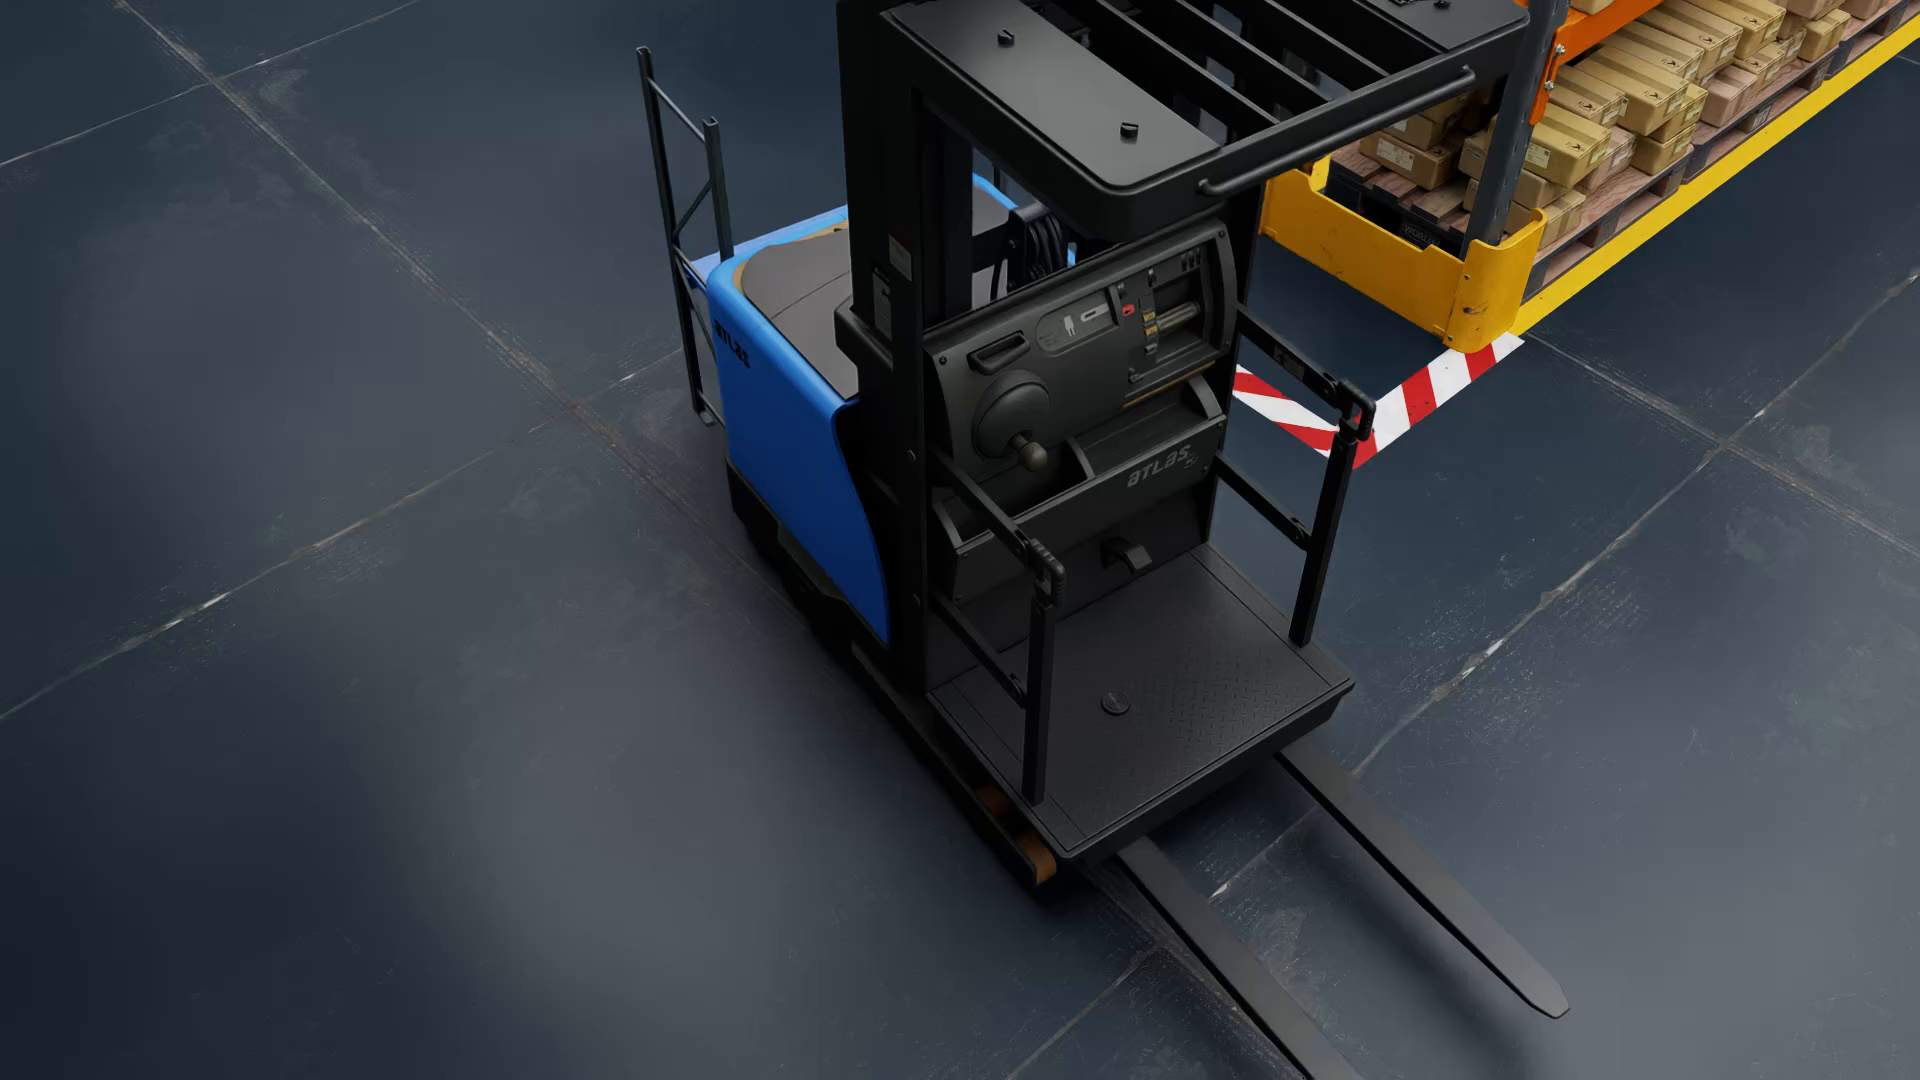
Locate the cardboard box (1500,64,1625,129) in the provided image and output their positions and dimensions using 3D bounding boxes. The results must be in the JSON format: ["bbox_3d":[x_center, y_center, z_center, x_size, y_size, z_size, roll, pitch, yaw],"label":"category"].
[{"bbox_3d":[2.373,-1.733,6.558,0.250,0.149,0.380,-33,55,-27],"label":"cardboard box"}]

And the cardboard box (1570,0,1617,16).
[{"bbox_3d":[2.094,-1.977,5.704,0.250,0.149,0.380,-34,56,-27],"label":"cardboard box"}]

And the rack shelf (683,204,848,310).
[{"bbox_3d":[-0.419,-0.929,5.831,1.000,0.185,0.538,-25,52,-21],"label":"rack shelf"}]

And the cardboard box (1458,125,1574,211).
[{"bbox_3d":[2.194,-1.476,6.522,0.250,0.149,0.380,-32,55,-26],"label":"cardboard box"}]

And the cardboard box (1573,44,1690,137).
[{"bbox_3d":[2.645,-1.788,6.608,0.250,0.149,0.380,-34,56,-27],"label":"cardboard box"}]

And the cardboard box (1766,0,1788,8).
[{"bbox_3d":[3.332,-2.369,7.144,0.250,0.149,0.380,-34,56,-27],"label":"cardboard box"}]

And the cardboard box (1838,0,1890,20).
[{"bbox_3d":[4.131,-2.605,7.767,0.250,0.149,0.380,-36,57,-28],"label":"cardboard box"}]

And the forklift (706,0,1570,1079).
[{"bbox_3d":[0.457,-0.403,4.128,1.130,2.935,3.031,-27,53,-23],"label":"forklift"}]

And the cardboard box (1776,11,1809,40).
[{"bbox_3d":[3.557,-2.394,7.370,0.380,0.149,0.250,36,57,29],"label":"cardboard box"}]

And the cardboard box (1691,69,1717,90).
[{"bbox_3d":[2.951,-2.000,7.006,0.380,0.149,0.250,36,57,29],"label":"cardboard box"}]

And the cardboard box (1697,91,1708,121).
[{"bbox_3d":[2.942,-1.886,7.103,0.250,0.149,0.380,-34,56,-27],"label":"cardboard box"}]

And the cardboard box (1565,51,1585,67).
[{"bbox_3d":[2.483,-2.107,7.105,0.250,0.149,0.380,-34,56,-28],"label":"cardboard box"}]

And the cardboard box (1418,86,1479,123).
[{"bbox_3d":[1.855,-1.857,6.672,0.250,0.149,0.380,-33,55,-27],"label":"cardboard box"}]

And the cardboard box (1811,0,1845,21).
[{"bbox_3d":[3.769,-2.516,7.482,0.250,0.149,0.380,-32,55,-26],"label":"cardboard box"}]

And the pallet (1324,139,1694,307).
[{"bbox_3d":[2.315,-1.554,7.041,1.213,0.211,1.003,-34,56,-27],"label":"pallet"}]

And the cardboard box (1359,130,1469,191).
[{"bbox_3d":[1.883,-1.629,6.866,0.250,0.149,0.380,-33,55,-27],"label":"cardboard box"}]

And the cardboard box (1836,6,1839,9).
[{"bbox_3d":[3.855,-2.541,7.708,0.250,0.149,0.380,-35,56,-28],"label":"cardboard box"}]

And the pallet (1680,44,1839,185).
[{"bbox_3d":[3.217,-2.154,7.594,1.213,0.211,1.003,-34,56,-27],"label":"pallet"}]

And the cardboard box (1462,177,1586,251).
[{"bbox_3d":[2.236,-1.341,6.600,0.250,0.149,0.380,-33,55,-26],"label":"cardboard box"}]

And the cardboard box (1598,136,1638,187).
[{"bbox_3d":[2.554,-1.641,6.877,0.250,0.149,0.380,-33,55,-27],"label":"cardboard box"}]

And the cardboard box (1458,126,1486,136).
[{"bbox_3d":[2.005,-1.811,7.034,0.250,0.149,0.380,-32,55,-26],"label":"cardboard box"}]

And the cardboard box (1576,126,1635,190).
[{"bbox_3d":[2.434,-1.581,6.619,0.250,0.149,0.380,-34,56,-27],"label":"cardboard box"}]

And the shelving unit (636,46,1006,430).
[{"bbox_3d":[-0.419,-1.051,5.699,1.048,1.500,0.538,-25,52,-21],"label":"shelving unit"}]

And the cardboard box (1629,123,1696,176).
[{"bbox_3d":[2.817,-1.708,6.939,0.250,0.149,0.380,-33,55,-27],"label":"cardboard box"}]

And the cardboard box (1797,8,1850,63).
[{"bbox_3d":[3.766,-2.342,7.524,0.250,0.149,0.380,-34,56,-27],"label":"cardboard box"}]

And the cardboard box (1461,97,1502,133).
[{"bbox_3d":[2.062,-1.873,6.888,0.250,0.149,0.380,-35,56,-28],"label":"cardboard box"}]

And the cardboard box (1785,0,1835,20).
[{"bbox_3d":[3.589,-2.433,7.203,0.250,0.149,0.380,-36,57,-28],"label":"cardboard box"}]

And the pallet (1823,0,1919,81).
[{"bbox_3d":[4.120,-2.761,8.154,1.213,0.211,1.003,-34,56,-27],"label":"pallet"}]

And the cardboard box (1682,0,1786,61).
[{"bbox_3d":[3.210,-2.193,6.982,0.250,0.149,0.380,-33,55,-27],"label":"cardboard box"}]

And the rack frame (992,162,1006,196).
[{"bbox_3d":[0.010,-1.251,5.884,0.032,1.500,0.500,-25,52,-21],"label":"rack frame"}]

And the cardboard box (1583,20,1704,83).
[{"bbox_3d":[2.773,-1.956,6.763,0.380,0.149,0.250,36,57,29],"label":"cardboard box"}]

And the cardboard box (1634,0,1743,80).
[{"bbox_3d":[2.985,-2.088,6.885,0.250,0.149,0.380,-32,55,-26],"label":"cardboard box"}]

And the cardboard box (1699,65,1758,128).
[{"bbox_3d":[3.184,-1.962,7.173,0.380,0.149,0.250,36,57,29],"label":"cardboard box"}]

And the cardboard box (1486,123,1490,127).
[{"bbox_3d":[2.258,-1.895,7.112,0.250,0.149,0.380,-34,56,-27],"label":"cardboard box"}]

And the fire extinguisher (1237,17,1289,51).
[{"bbox_3d":[1.137,-2.054,5.910,0.183,0.674,0.296,-34,56,-27],"label":"fire extinguisher"}]

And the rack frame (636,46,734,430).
[{"bbox_3d":[-0.848,-0.851,5.515,0.032,1.500,0.500,-25,52,-21],"label":"rack frame"}]

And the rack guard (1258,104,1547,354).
[{"bbox_3d":[1.690,-1.270,6.581,0.348,0.500,1.175,-34,56,-27],"label":"rack guard"}]

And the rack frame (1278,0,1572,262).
[{"bbox_3d":[1.633,-2.080,5.628,0.127,3.000,1.000,-34,56,-27],"label":"rack frame"}]

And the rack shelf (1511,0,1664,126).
[{"bbox_3d":[3.113,-2.825,6.805,4.000,0.370,1.077,-34,56,-27],"label":"rack shelf"}]

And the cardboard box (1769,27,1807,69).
[{"bbox_3d":[3.528,-2.250,7.439,0.250,0.149,0.380,-33,55,-27],"label":"cardboard box"}]

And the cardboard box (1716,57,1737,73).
[{"bbox_3d":[3.124,-2.157,7.151,0.250,0.149,0.380,-31,54,-25],"label":"cardboard box"}]

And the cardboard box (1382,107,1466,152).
[{"bbox_3d":[1.832,-1.773,6.796,0.250,0.149,0.380,-35,56,-28],"label":"cardboard box"}]

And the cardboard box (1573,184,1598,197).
[{"bbox_3d":[2.375,-1.514,6.760,0.250,0.149,0.380,-34,56,-27],"label":"cardboard box"}]

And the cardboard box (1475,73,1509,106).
[{"bbox_3d":[2.079,-1.950,6.757,0.250,0.149,0.380,-33,55,-26],"label":"cardboard box"}]

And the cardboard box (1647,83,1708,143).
[{"bbox_3d":[2.819,-1.818,6.838,0.250,0.149,0.380,-32,55,-26],"label":"cardboard box"}]

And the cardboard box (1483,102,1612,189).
[{"bbox_3d":[2.250,-1.532,6.371,0.250,0.149,0.380,-36,57,-29],"label":"cardboard box"}]

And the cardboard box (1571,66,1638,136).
[{"bbox_3d":[2.556,-1.750,6.775,0.250,0.149,0.380,-33,55,-27],"label":"cardboard box"}]

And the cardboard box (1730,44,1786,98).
[{"bbox_3d":[3.372,-2.113,7.312,0.250,0.149,0.380,-34,56,-27],"label":"cardboard box"}]
